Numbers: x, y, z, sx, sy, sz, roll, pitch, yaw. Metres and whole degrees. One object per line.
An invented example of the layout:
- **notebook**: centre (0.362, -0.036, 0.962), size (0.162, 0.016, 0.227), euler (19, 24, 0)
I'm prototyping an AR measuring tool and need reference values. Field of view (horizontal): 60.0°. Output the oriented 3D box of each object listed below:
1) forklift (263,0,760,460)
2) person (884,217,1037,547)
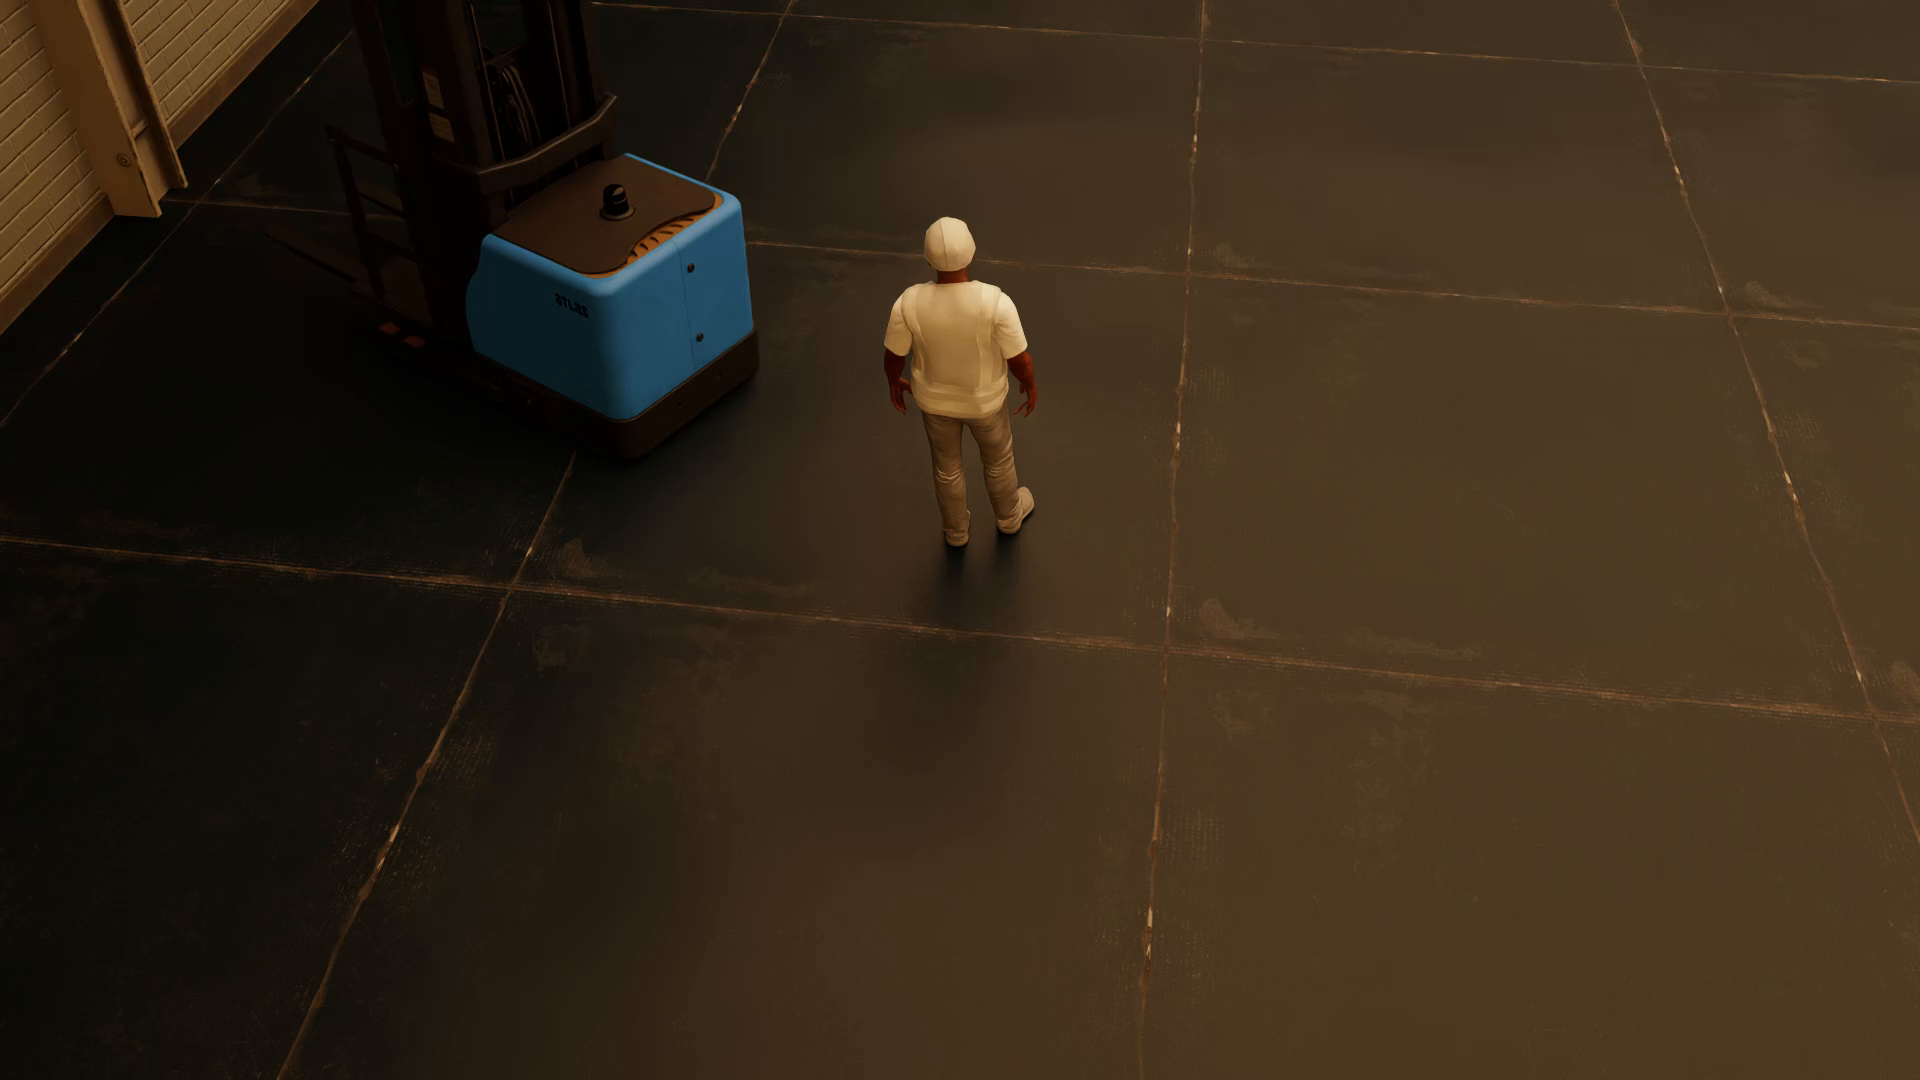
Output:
- **forklift**: centre (-2.553, -2.275, 8.201), size (3.031, 2.935, 1.130), euler (26, 48, 25)
- **person**: centre (0.015, -0.702, 7.339), size (0.665, 1.766, 0.576), euler (5, 43, 6)
